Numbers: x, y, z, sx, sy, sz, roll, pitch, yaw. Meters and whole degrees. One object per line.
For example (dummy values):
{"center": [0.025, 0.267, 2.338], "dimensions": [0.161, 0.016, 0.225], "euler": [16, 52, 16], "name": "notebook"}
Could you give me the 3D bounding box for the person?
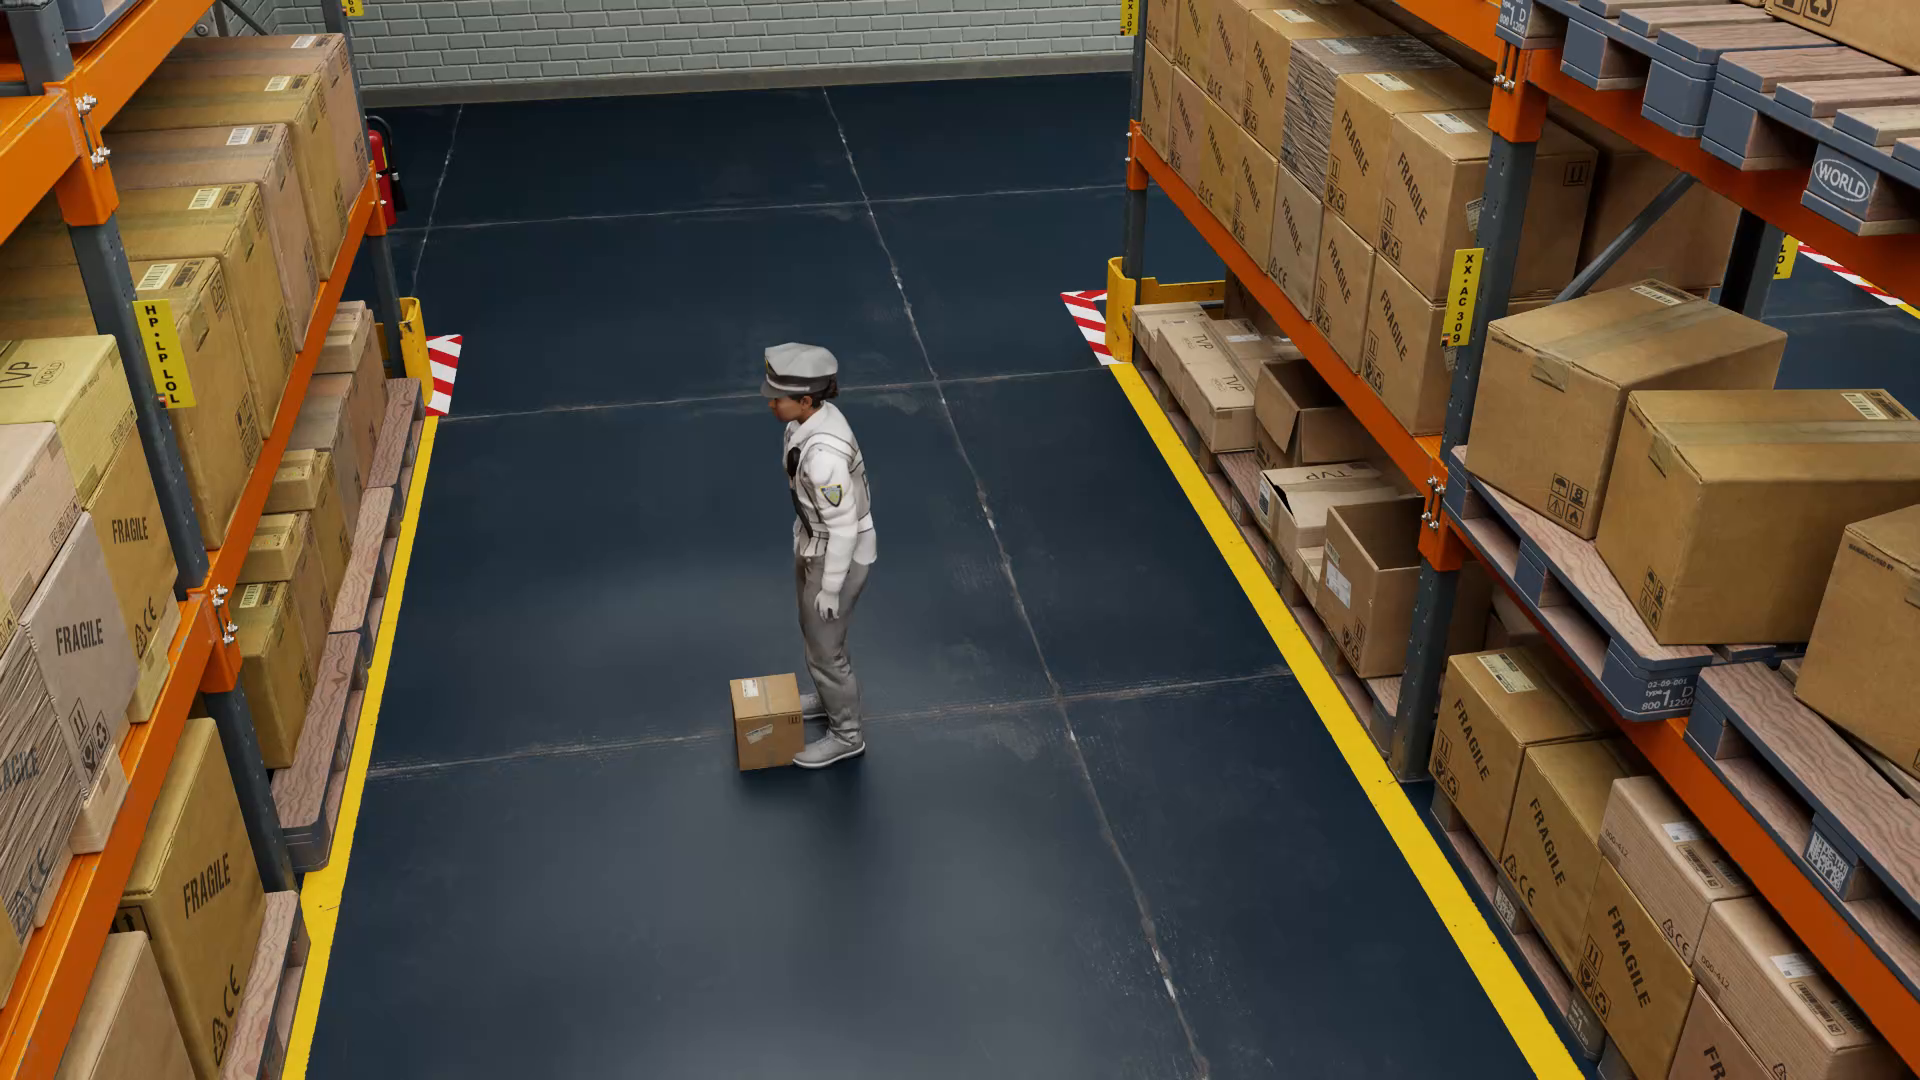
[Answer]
{"center": [-0.496, 0.064, 6.021], "dimensions": [0.376, 1.664, 0.546], "euler": [-7, 32, -12], "name": "person"}
